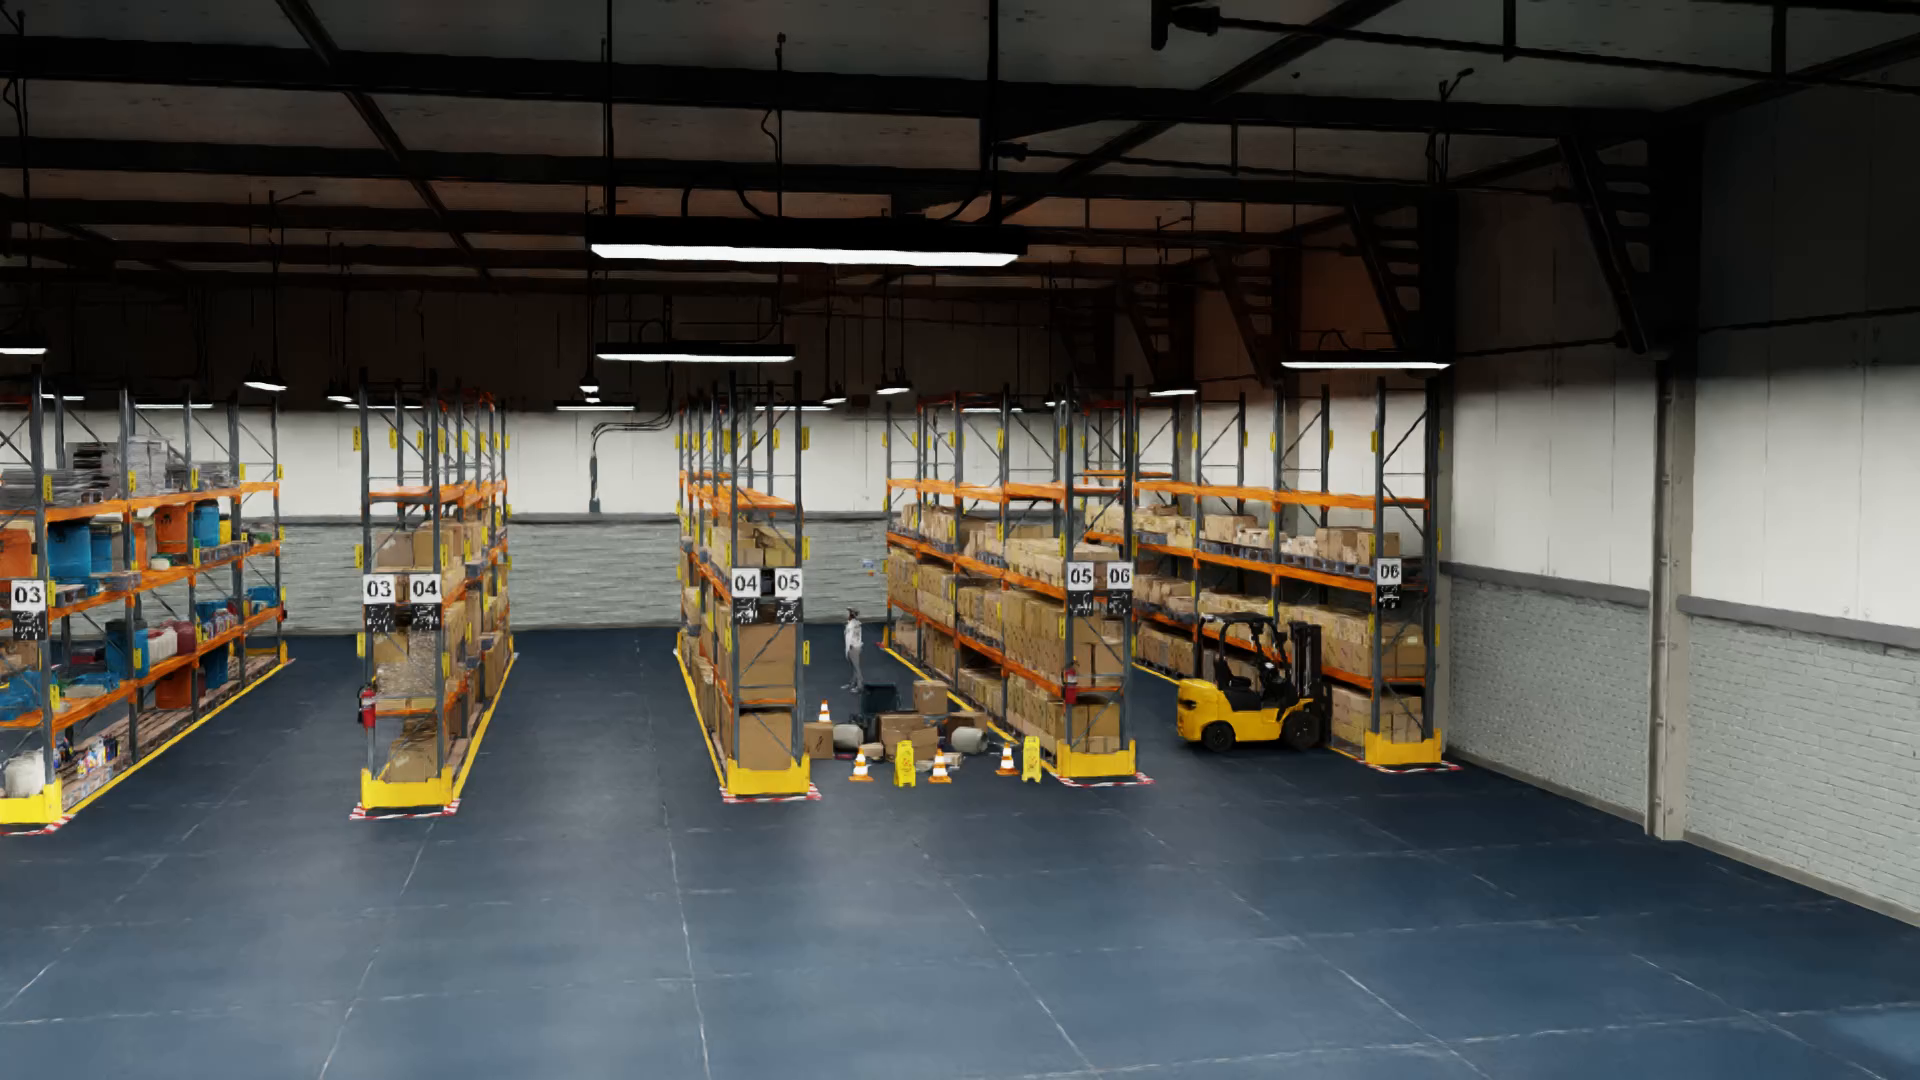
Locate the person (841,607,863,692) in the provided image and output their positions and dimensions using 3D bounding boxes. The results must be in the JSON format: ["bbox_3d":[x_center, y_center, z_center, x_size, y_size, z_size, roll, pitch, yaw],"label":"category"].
[{"bbox_3d":[-2.156,2.177,33.239,0.537,1.665,0.572,1,4,15],"label":"person"}]
